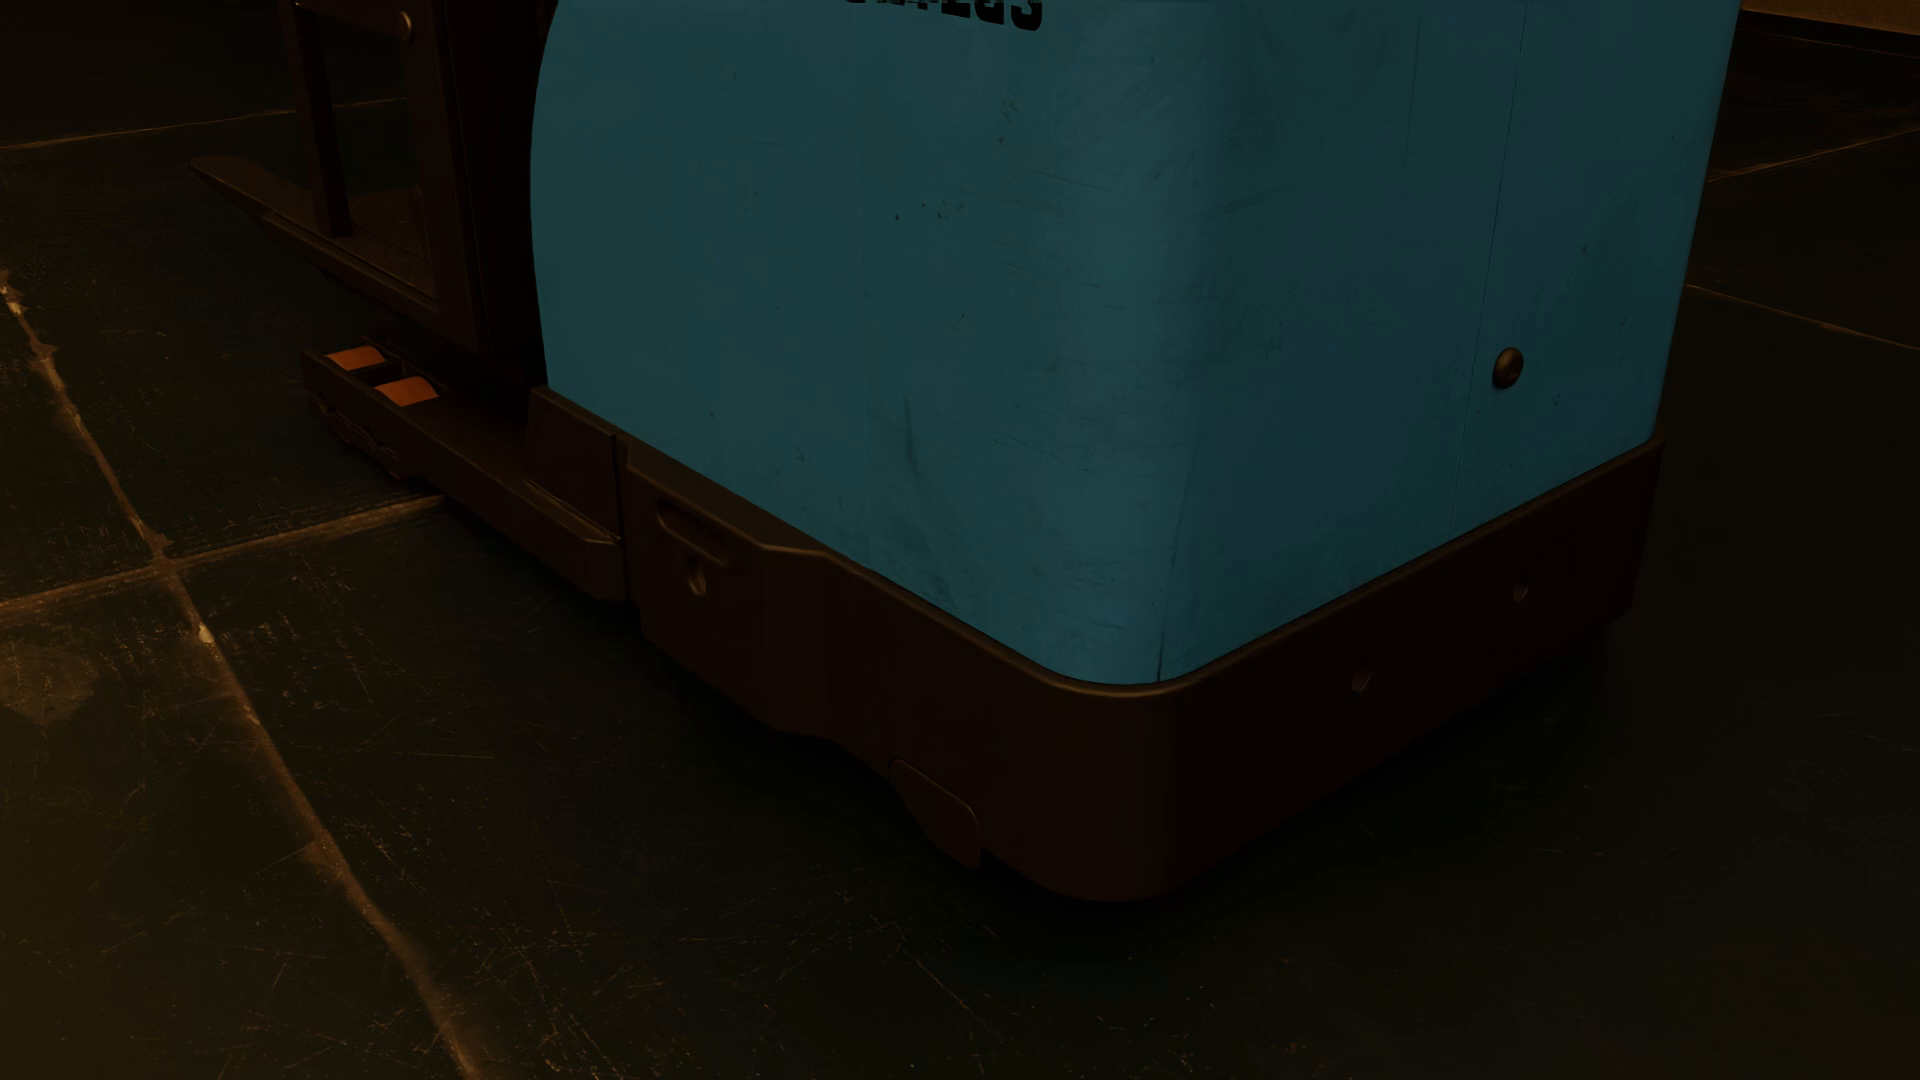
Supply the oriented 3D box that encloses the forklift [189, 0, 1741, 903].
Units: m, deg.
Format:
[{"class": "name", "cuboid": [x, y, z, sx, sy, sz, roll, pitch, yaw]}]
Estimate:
[{"class": "forklift", "cuboid": [-0.458, -1.537, 2.294, 1.130, 2.935, 3.031, -21, 34, -36]}]
